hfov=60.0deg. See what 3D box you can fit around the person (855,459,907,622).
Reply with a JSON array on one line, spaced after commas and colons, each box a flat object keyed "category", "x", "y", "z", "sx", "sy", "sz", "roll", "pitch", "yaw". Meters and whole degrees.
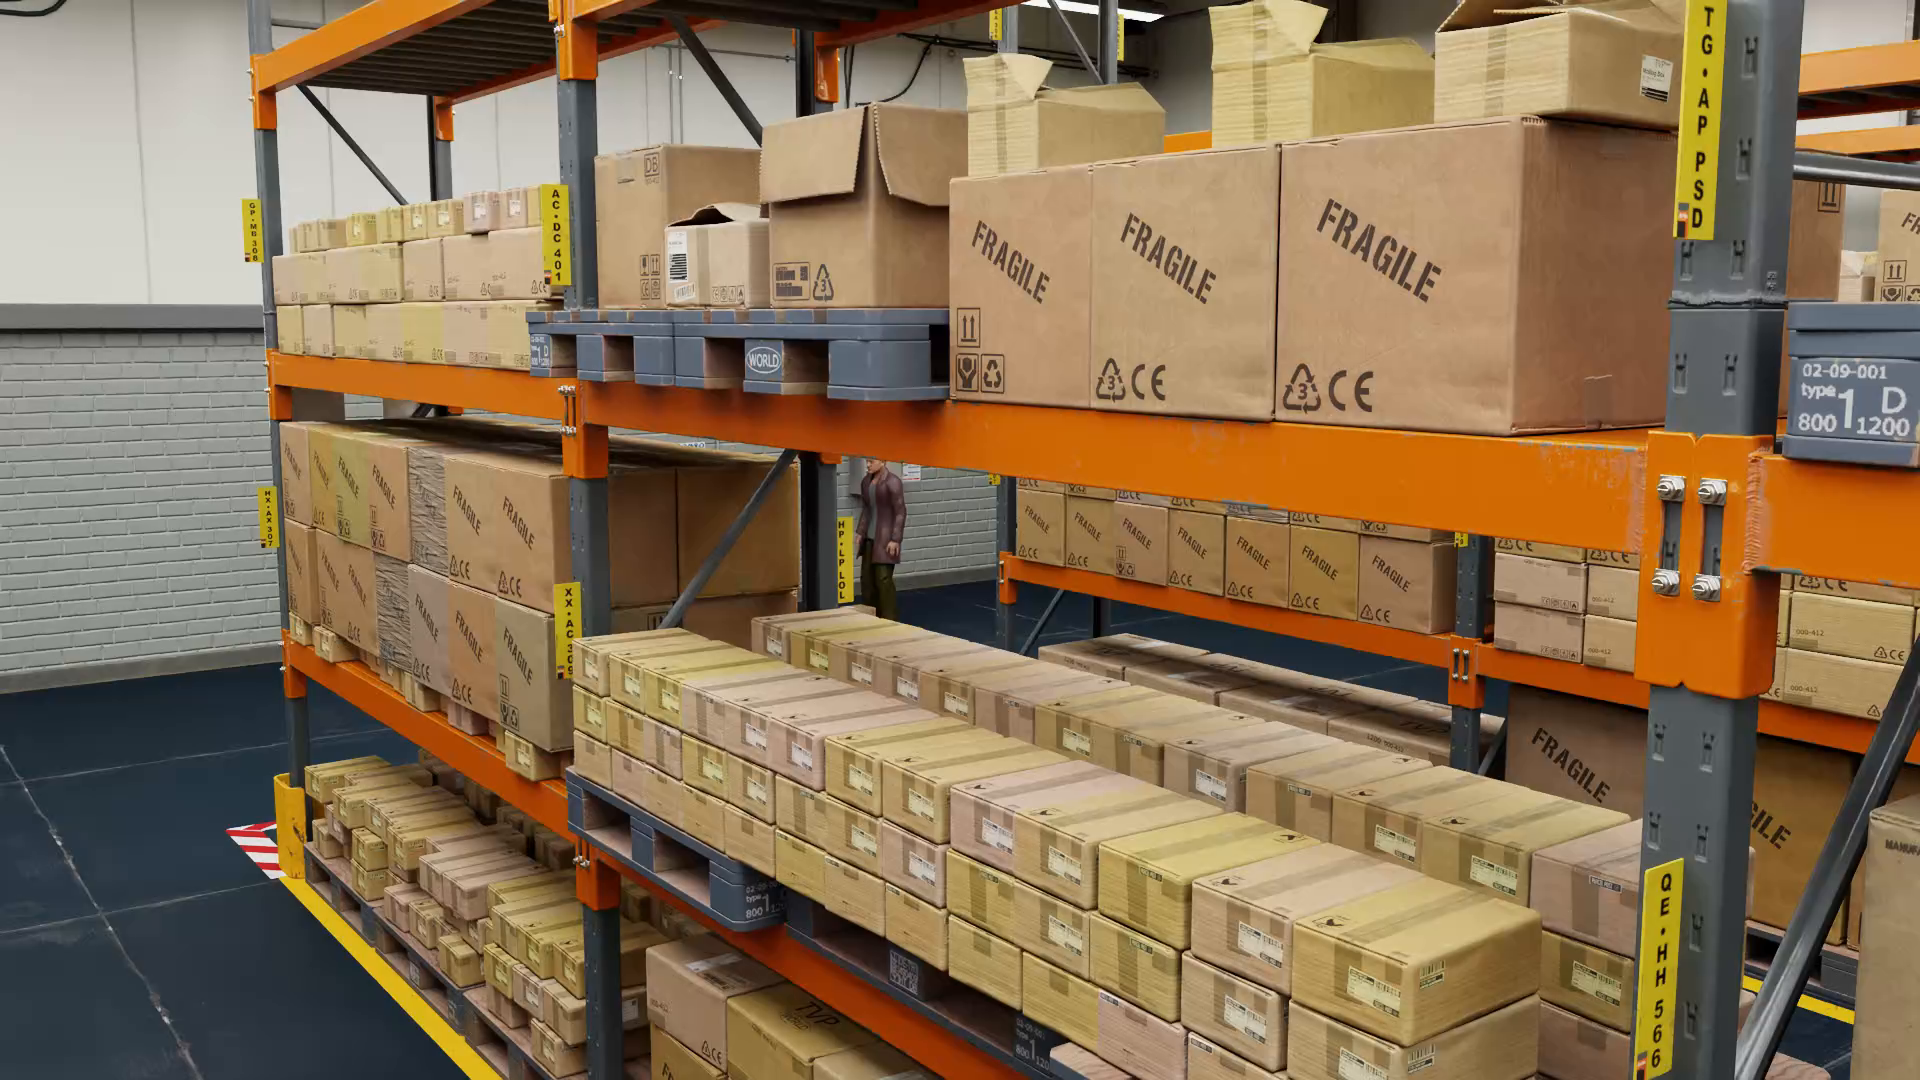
[{"category": "person", "x": -0.768, "y": -0.008, "z": 15.913, "sx": 0.422, "sy": 1.774, "sz": 0.653, "roll": -6, "pitch": 10, "yaw": -39}]
